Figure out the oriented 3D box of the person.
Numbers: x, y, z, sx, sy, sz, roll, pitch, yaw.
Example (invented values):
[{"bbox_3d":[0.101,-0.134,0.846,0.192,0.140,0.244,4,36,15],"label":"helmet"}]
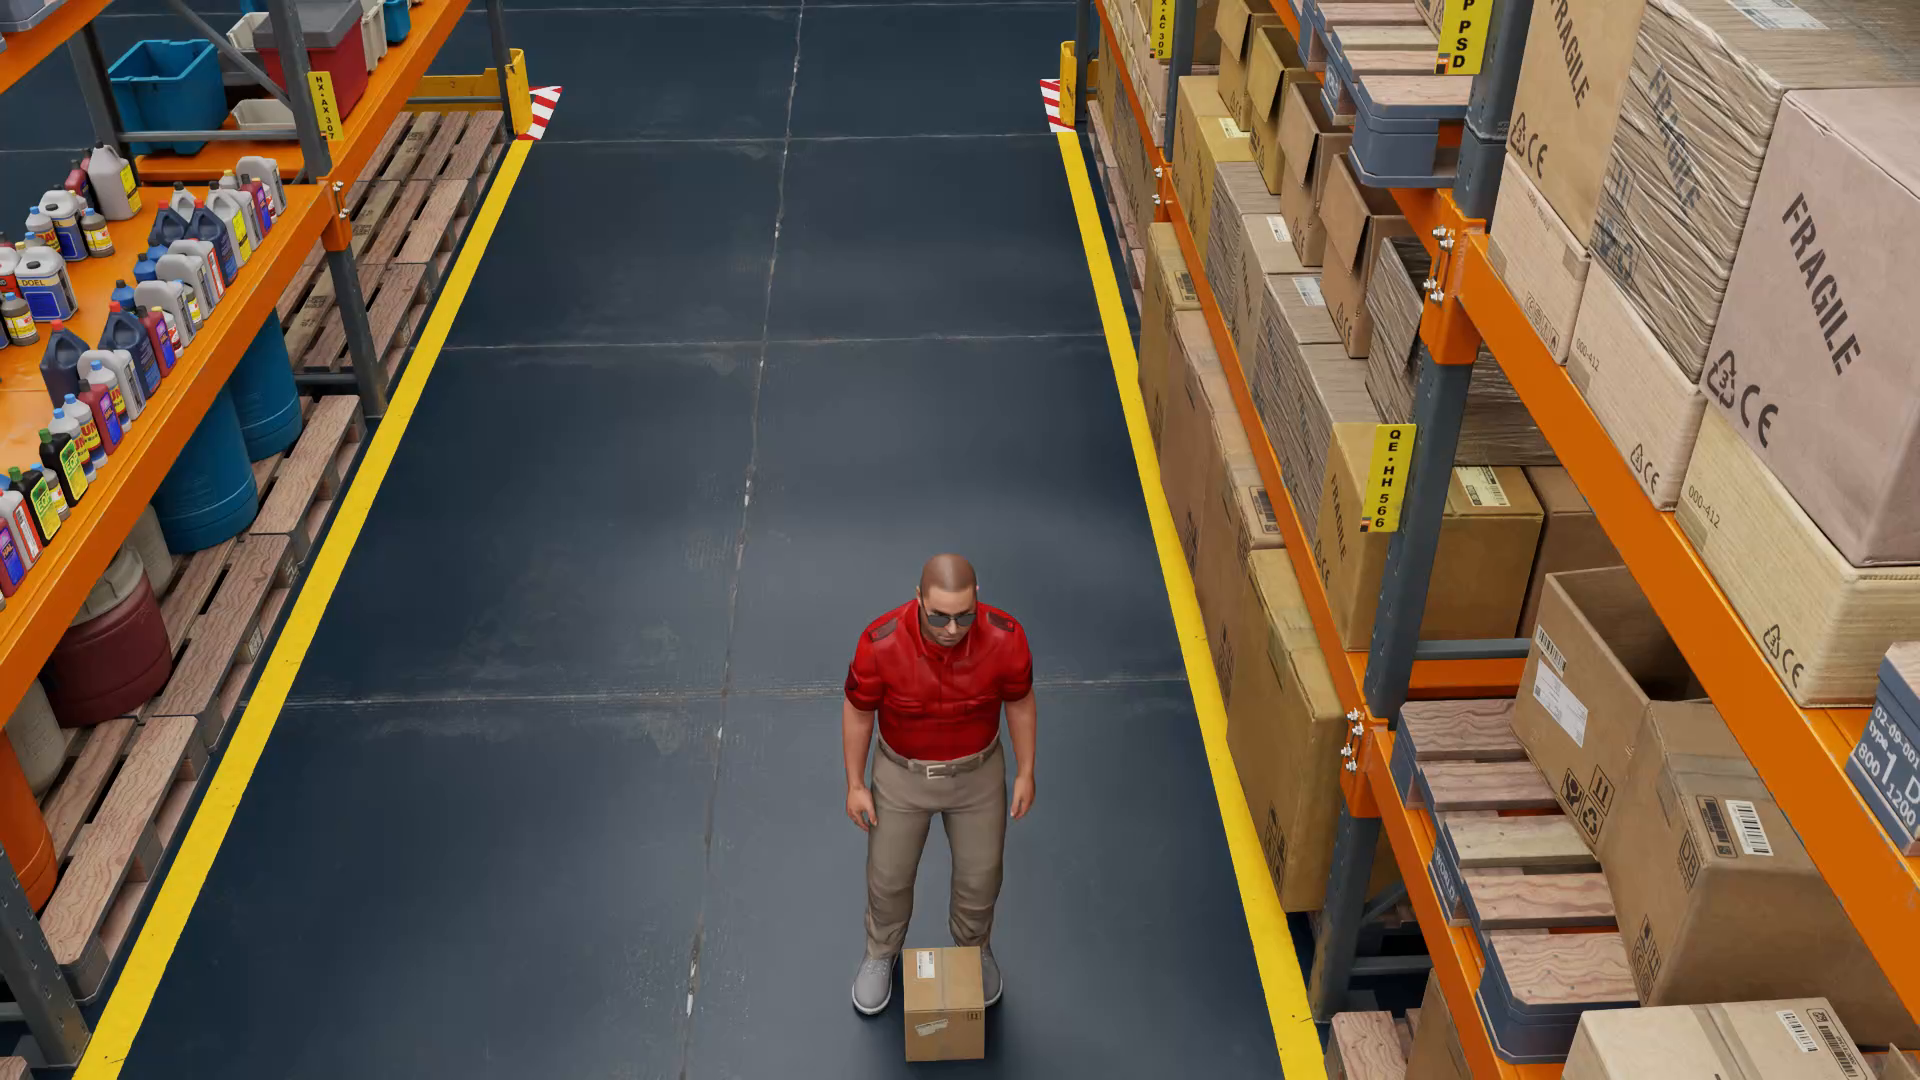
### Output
[{"bbox_3d":[-0.065,0.733,5.109,0.606,1.728,0.386,-3,35,-5],"label":"person"}]
